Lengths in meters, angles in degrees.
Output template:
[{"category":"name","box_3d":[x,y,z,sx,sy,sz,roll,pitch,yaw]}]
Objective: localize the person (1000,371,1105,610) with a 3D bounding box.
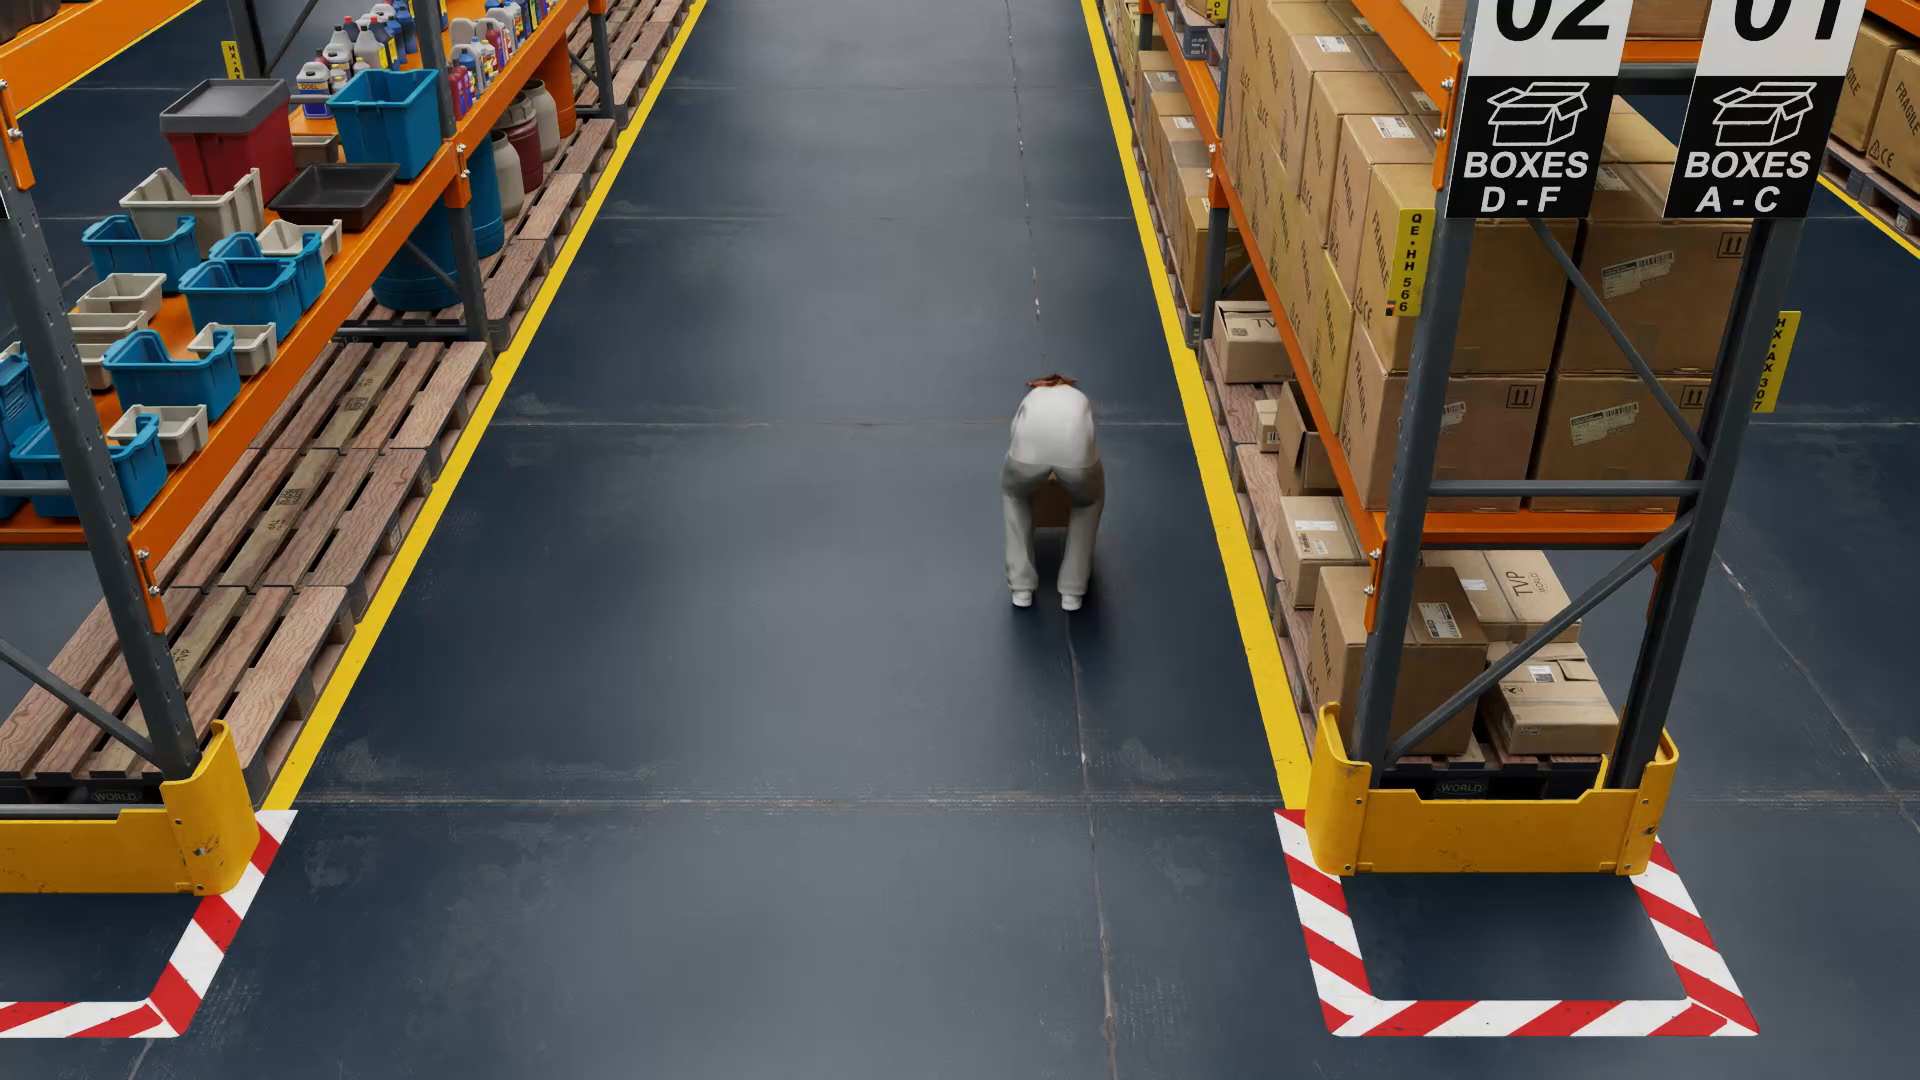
[{"category":"person","box_3d":[0.406,-0.243,7.264,0.458,0.904,0.858,2,32,4]}]
